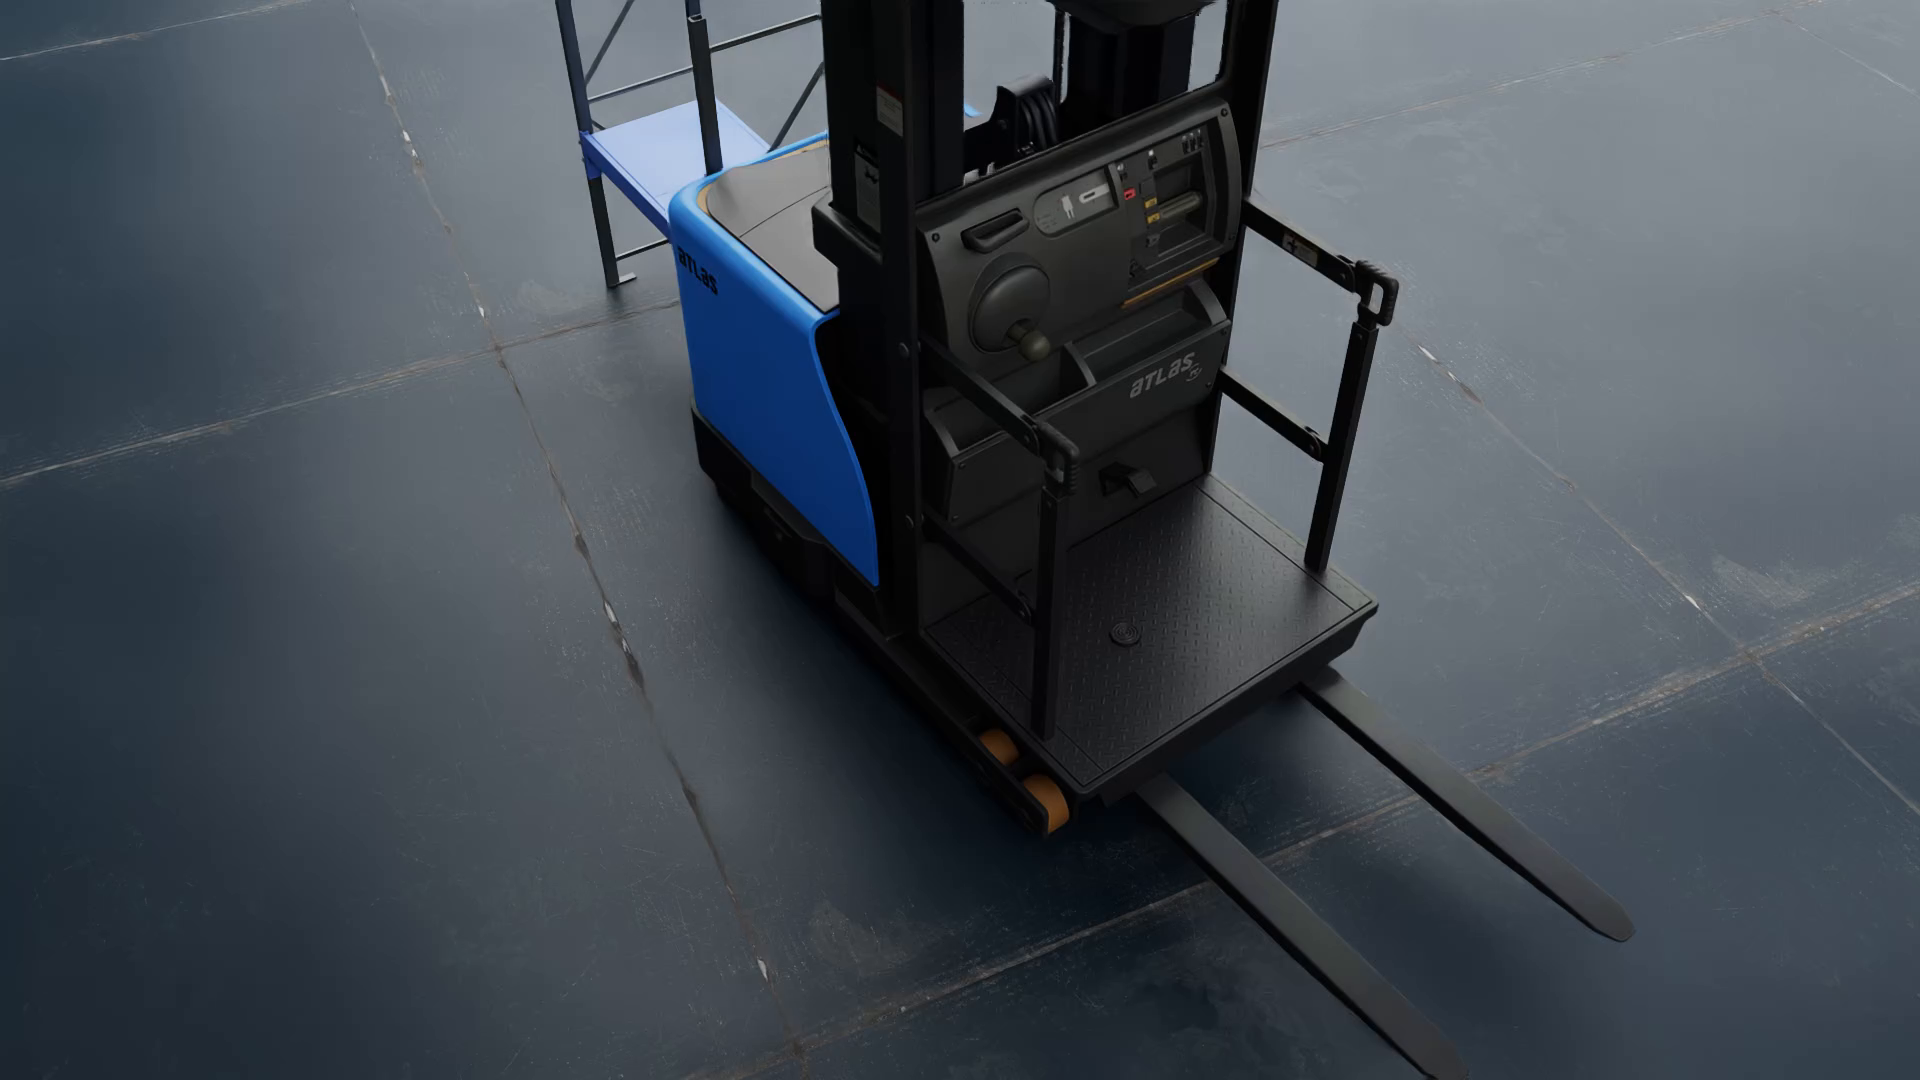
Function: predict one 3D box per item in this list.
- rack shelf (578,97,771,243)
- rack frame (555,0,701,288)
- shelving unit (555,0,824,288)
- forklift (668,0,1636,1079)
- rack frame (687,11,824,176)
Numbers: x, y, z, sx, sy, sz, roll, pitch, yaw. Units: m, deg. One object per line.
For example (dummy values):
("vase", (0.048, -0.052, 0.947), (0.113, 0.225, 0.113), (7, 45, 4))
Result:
("rack shelf", (-0.822, -1.158, 5.612), (0.538, 0.185, 1.000), (-26, 50, -24))
("rack frame", (-1.108, -1.581, 5.784), (0.500, 1.500, 0.032), (-26, 50, -24))
("shelving unit", (-0.822, -1.286, 5.485), (0.538, 1.500, 1.048), (-26, 50, -24))
("forklift", (0.441, -0.654, 3.826), (1.130, 2.935, 3.031), (-28, 51, -26))
("rack frame", (-0.535, -0.991, 5.186), (0.500, 1.500, 0.032), (-26, 50, -24))
